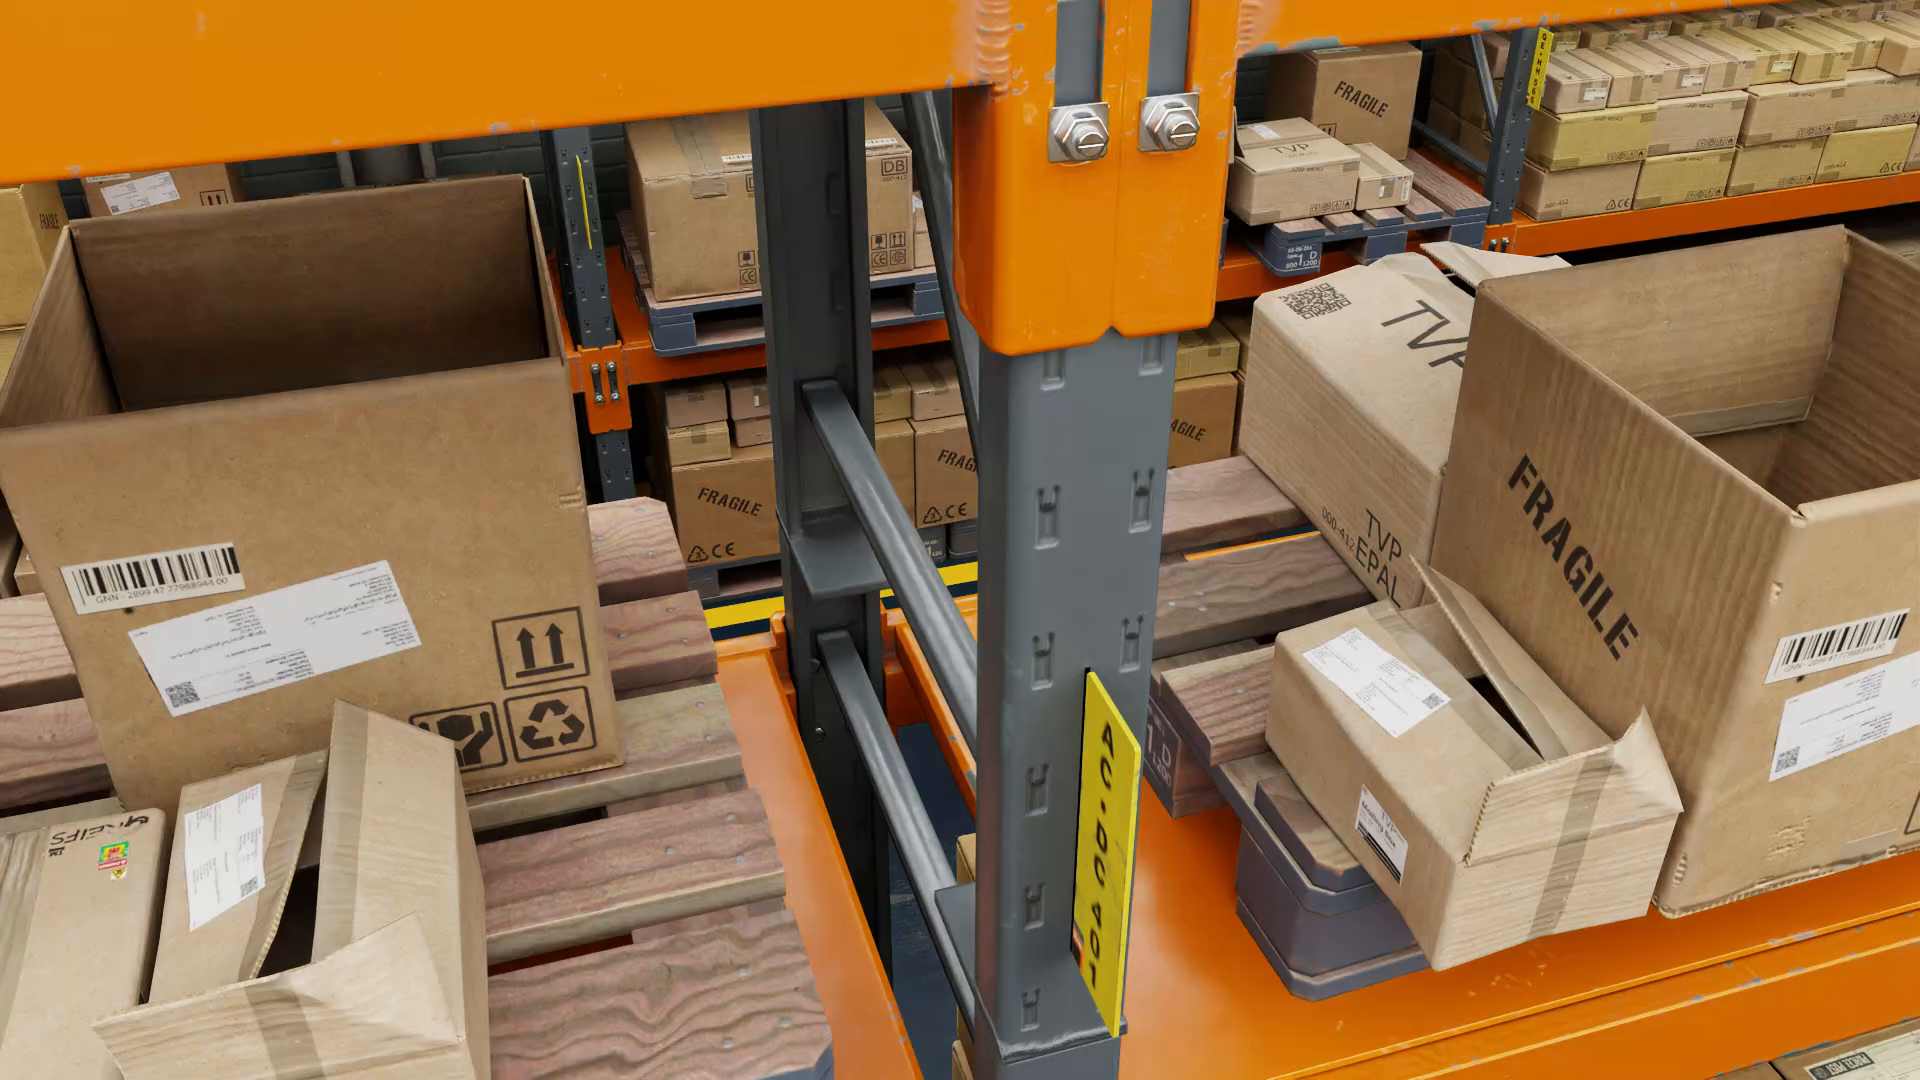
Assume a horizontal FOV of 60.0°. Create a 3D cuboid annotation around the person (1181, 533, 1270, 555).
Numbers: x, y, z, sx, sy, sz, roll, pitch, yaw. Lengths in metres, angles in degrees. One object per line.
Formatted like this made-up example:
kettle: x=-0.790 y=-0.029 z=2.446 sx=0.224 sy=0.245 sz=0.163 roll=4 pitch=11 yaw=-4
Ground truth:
person: x=0.751 y=0.370 z=6.148 sx=0.819 sy=1.128 sz=0.566 roll=-10 pitch=35 yaw=-15
